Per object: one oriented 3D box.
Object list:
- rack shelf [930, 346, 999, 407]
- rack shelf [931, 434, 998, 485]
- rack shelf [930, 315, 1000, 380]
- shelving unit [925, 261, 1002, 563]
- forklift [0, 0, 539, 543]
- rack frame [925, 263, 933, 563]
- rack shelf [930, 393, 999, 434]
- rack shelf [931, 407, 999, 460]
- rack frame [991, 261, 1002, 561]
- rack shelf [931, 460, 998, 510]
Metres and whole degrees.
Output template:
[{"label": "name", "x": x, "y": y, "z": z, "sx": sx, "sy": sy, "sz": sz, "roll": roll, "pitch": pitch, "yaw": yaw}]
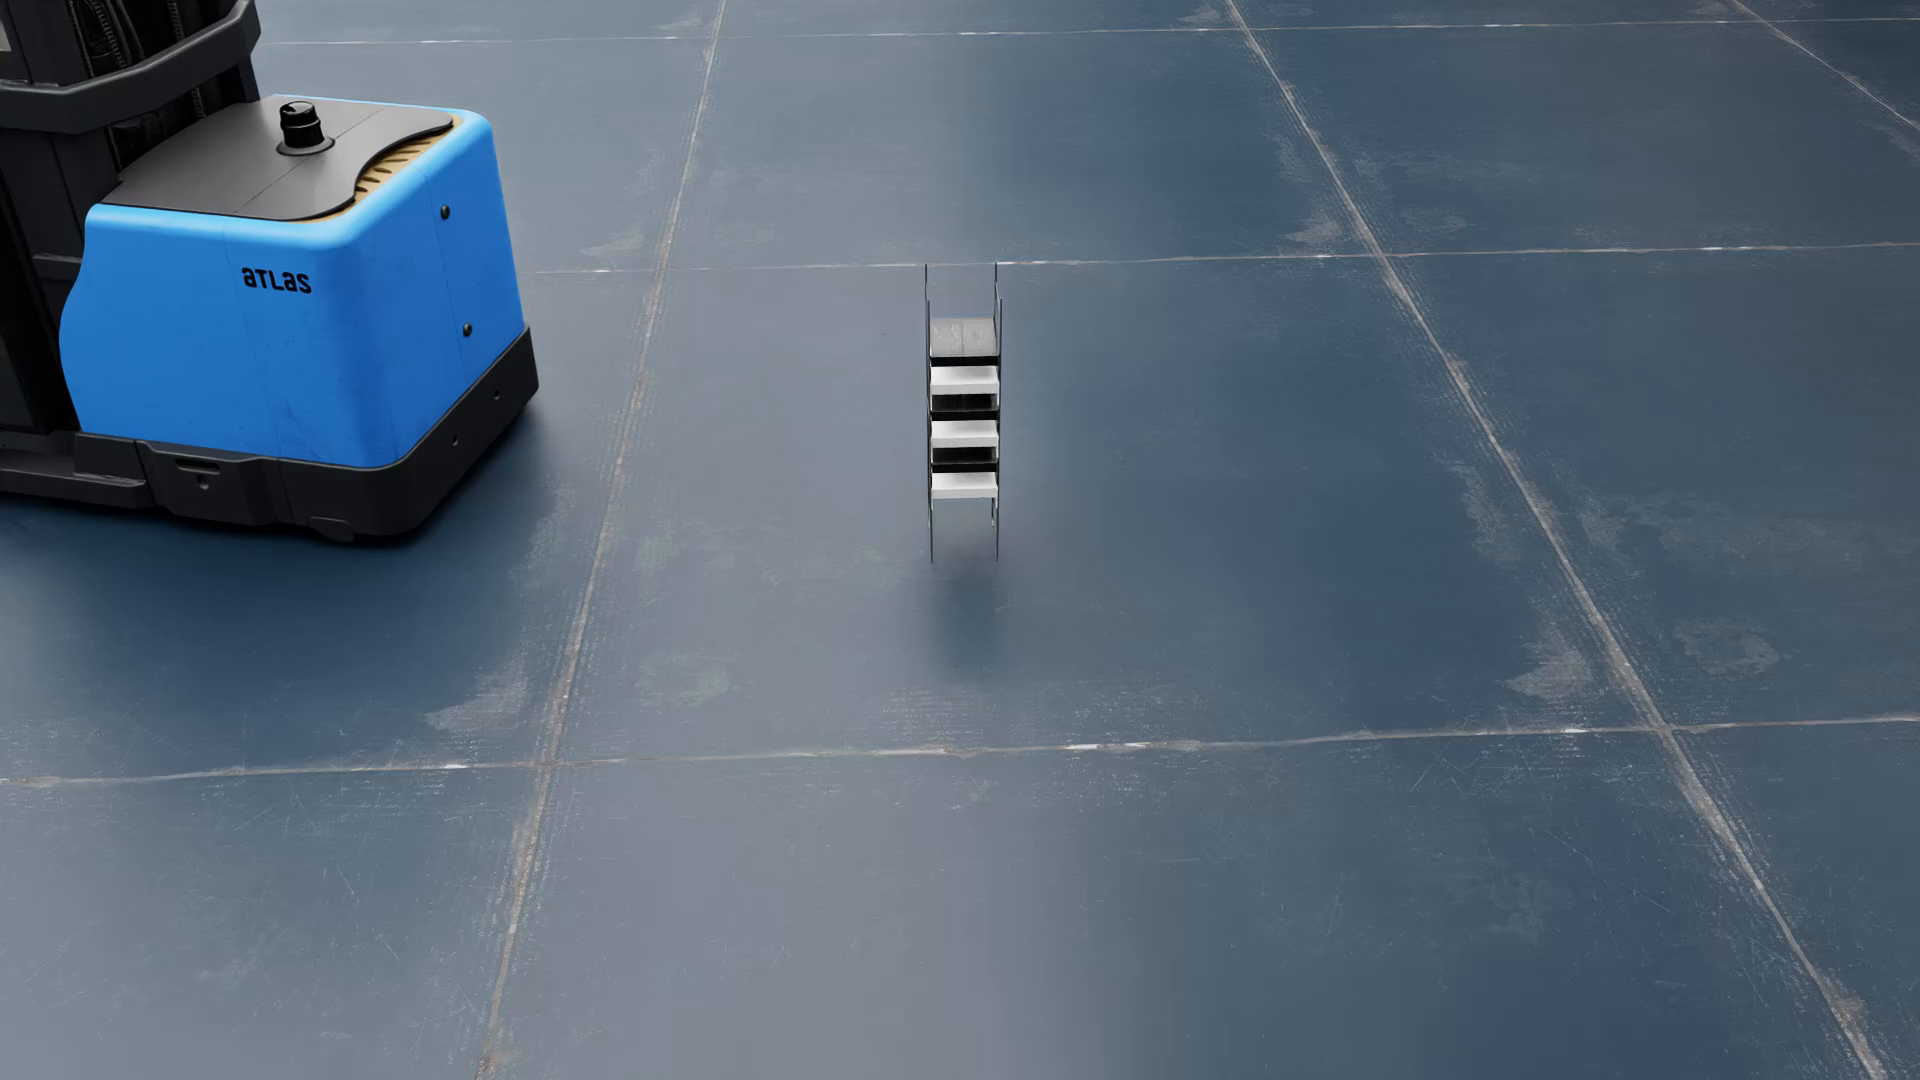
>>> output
[{"label": "rack shelf", "x": 0.008, "y": -0.491, "z": 4.911, "sx": 0.200, "sy": 0.077, "sz": 0.258, "roll": -2, "pitch": 35, "yaw": -2}, {"label": "rack shelf", "x": 0.008, "y": -0.269, "z": 5.064, "sx": 0.200, "sy": 0.077, "sz": 0.258, "roll": -2, "pitch": 35, "yaw": -2}, {"label": "rack shelf", "x": 0.008, "y": -0.565, "z": 4.860, "sx": 0.200, "sy": 0.077, "sz": 0.258, "roll": -2, "pitch": 35, "yaw": -2}, {"label": "shelving unit", "x": 0.008, "y": -0.370, "z": 4.994, "sx": 0.210, "sy": 0.900, "sz": 0.258, "roll": -2, "pitch": 35, "yaw": -2}, {"label": "forklift", "x": -3.067, "y": -1.627, "z": 5.025, "sx": 3.031, "sy": 2.935, "sz": 1.130, "roll": 7, "pitch": 35, "yaw": 10}, {"label": "rack frame", "x": -0.093, "y": -0.367, "z": 4.990, "sx": 0.006, "sy": 0.900, "sz": 0.240, "roll": -2, "pitch": 35, "yaw": -2}, {"label": "rack shelf", "x": 0.008, "y": -0.417, "z": 4.962, "sx": 0.200, "sy": 0.077, "sz": 0.258, "roll": -2, "pitch": 35, "yaw": -2}, {"label": "rack shelf", "x": 0.008, "y": -0.343, "z": 5.013, "sx": 0.200, "sy": 0.077, "sz": 0.258, "roll": -2, "pitch": 35, "yaw": -2}, {"label": "rack frame", "x": 0.110, "y": -0.373, "z": 4.998, "sx": 0.006, "sy": 0.900, "sz": 0.240, "roll": -2, "pitch": 35, "yaw": -2}, {"label": "rack shelf", "x": 0.008, "y": -0.195, "z": 5.116, "sx": 0.200, "sy": 0.077, "sz": 0.258, "roll": -2, "pitch": 35, "yaw": -2}]
